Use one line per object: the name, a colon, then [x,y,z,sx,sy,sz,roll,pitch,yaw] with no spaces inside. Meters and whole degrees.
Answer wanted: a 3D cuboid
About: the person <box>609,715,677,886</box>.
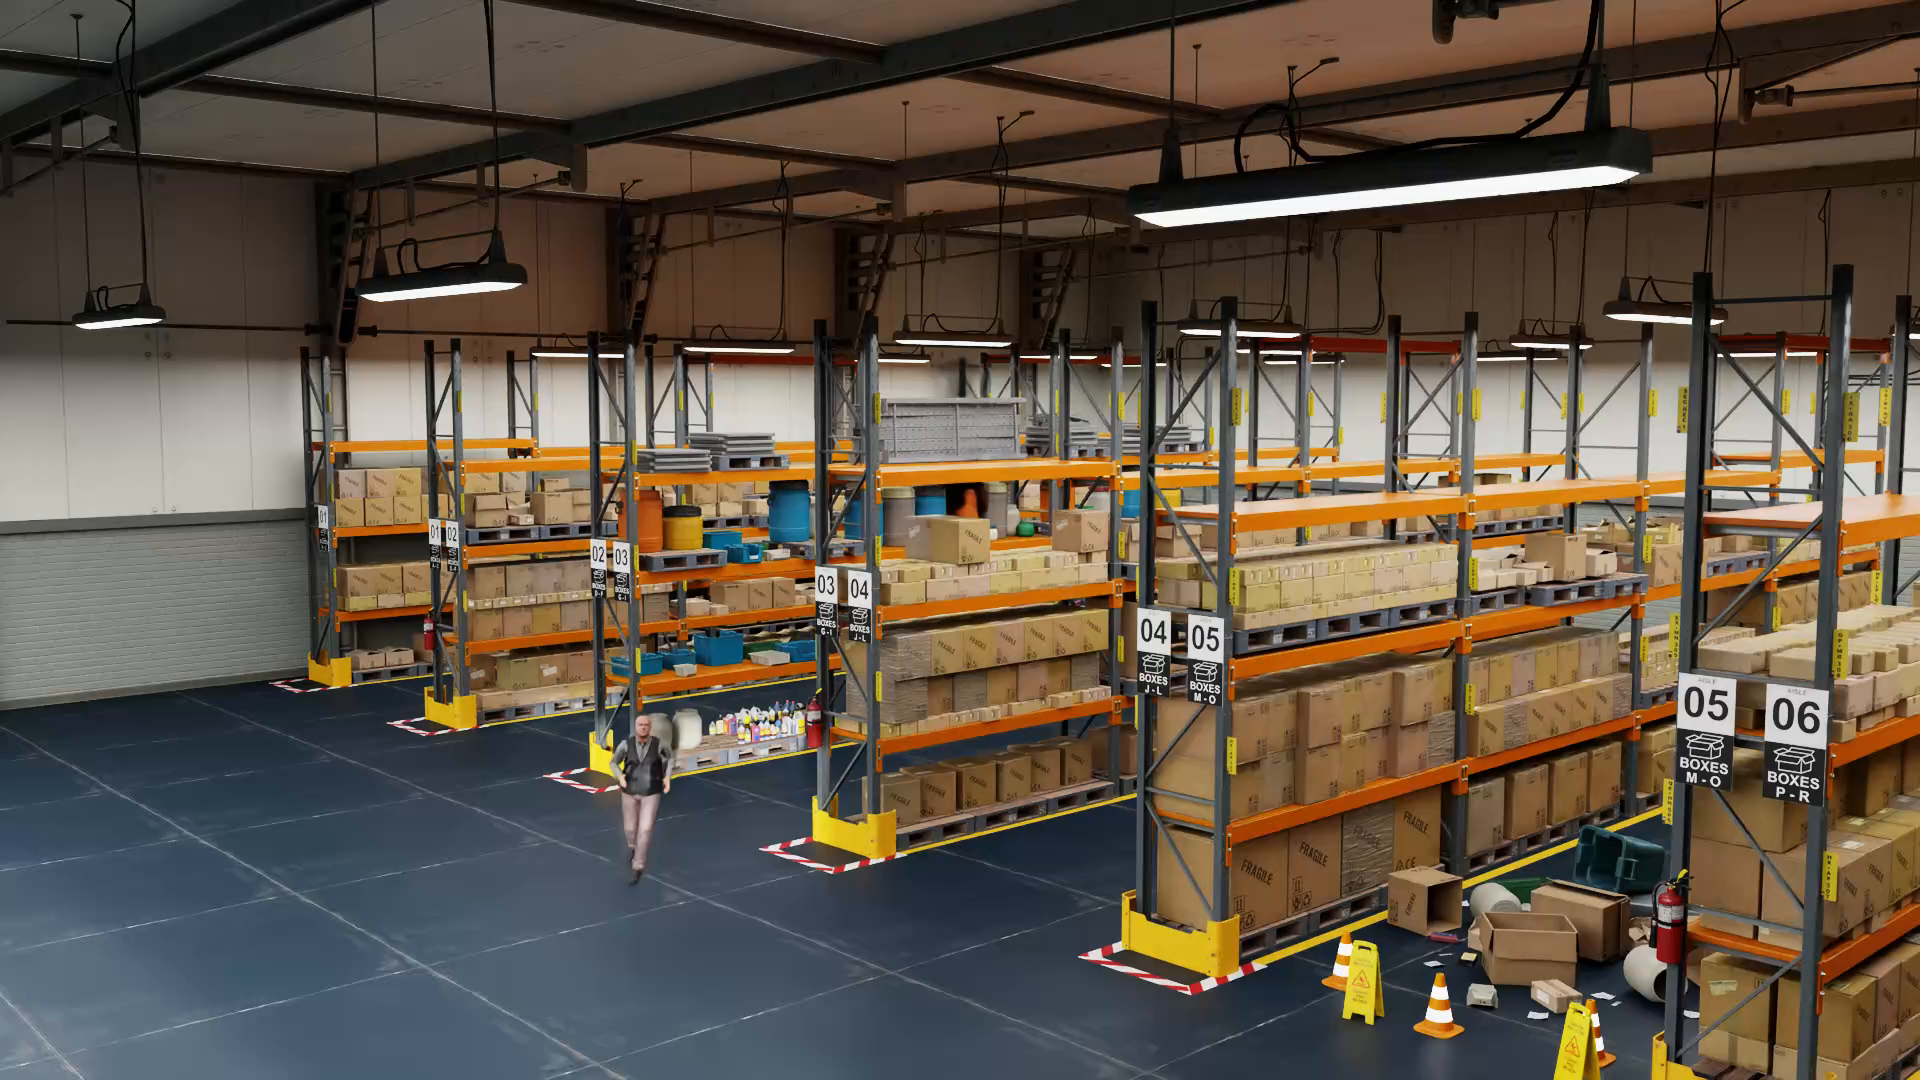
person: [-3.408,2.734,17.816,0.699,1.721,0.976,0,5,-2]
